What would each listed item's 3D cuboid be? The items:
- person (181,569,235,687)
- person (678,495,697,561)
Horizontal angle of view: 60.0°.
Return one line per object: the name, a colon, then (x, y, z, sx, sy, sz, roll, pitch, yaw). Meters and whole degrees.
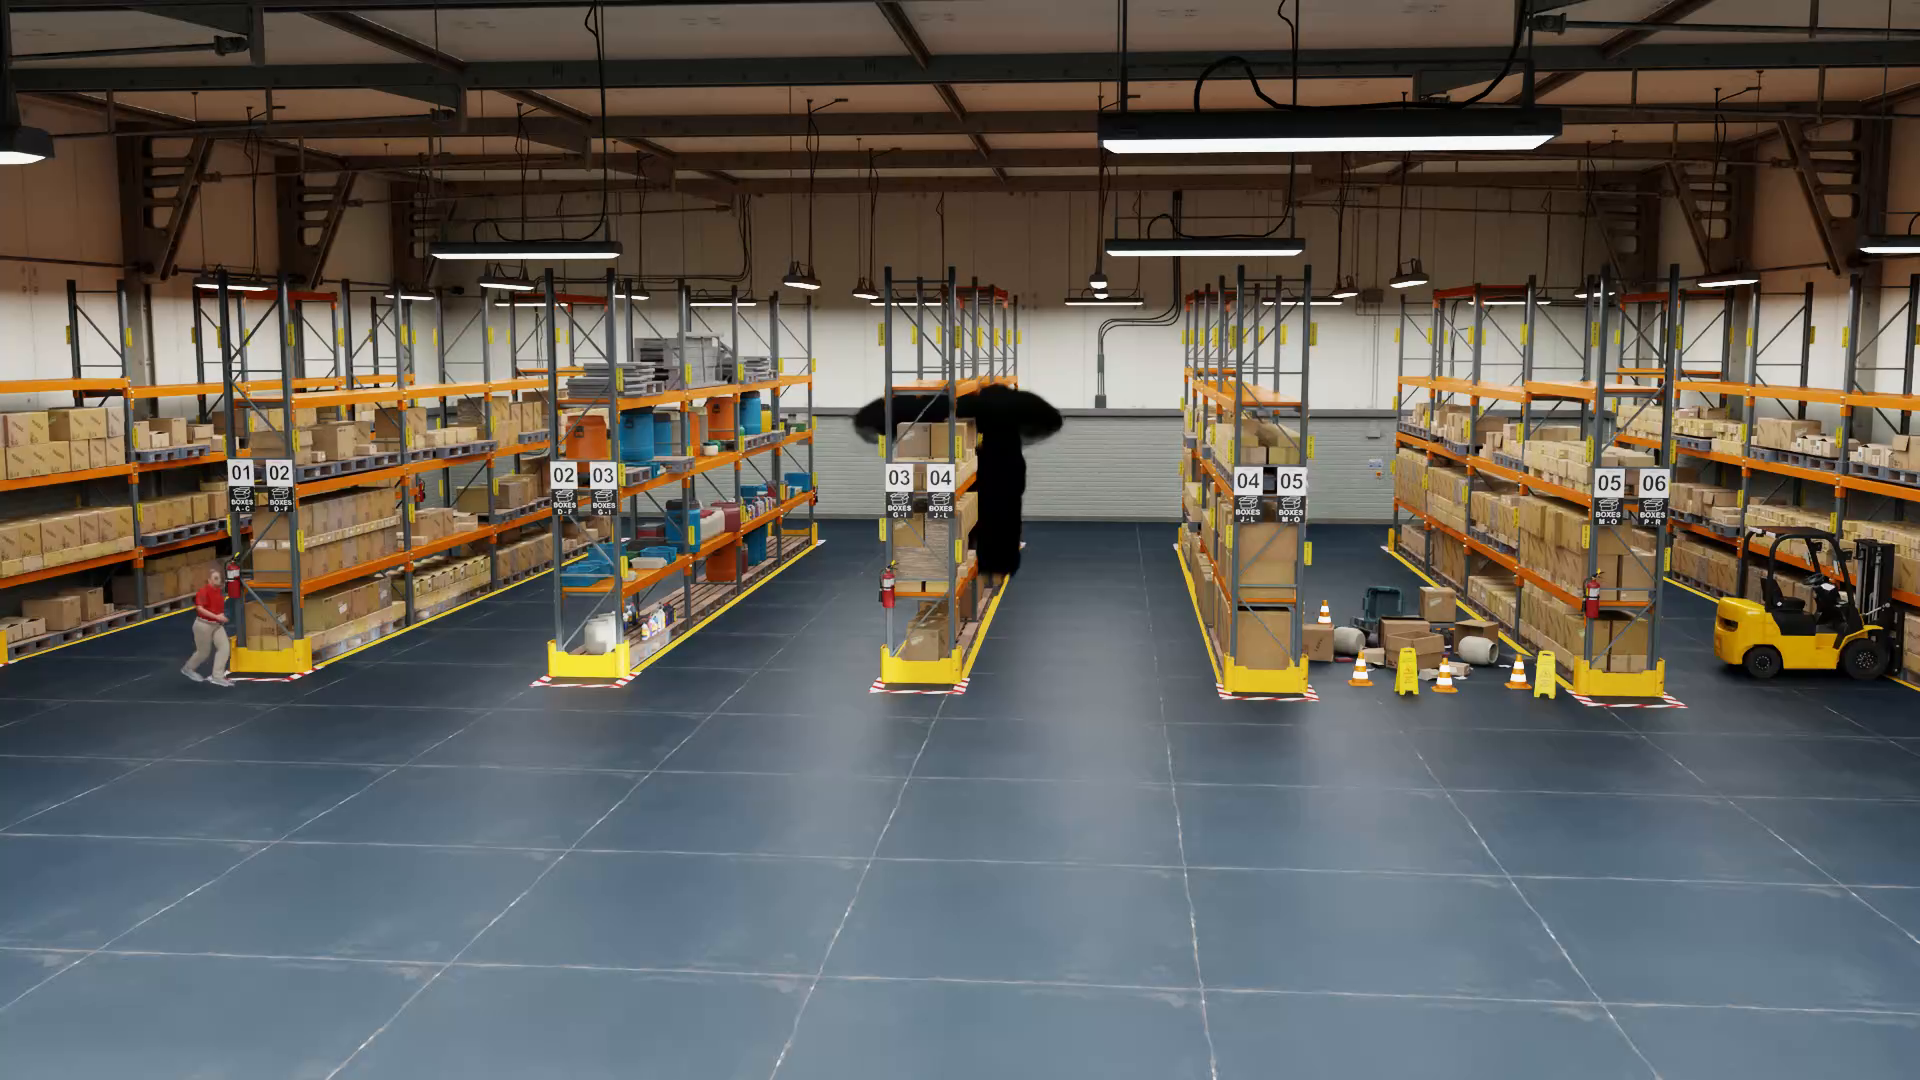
person: (-10.869, 1.269, 23.879, 0.837, 1.712, 0.633, 1, 7, 11)
person: (-6.054, -0.242, 36.825, 0.605, 1.574, 0.744, 0, 7, -3)
